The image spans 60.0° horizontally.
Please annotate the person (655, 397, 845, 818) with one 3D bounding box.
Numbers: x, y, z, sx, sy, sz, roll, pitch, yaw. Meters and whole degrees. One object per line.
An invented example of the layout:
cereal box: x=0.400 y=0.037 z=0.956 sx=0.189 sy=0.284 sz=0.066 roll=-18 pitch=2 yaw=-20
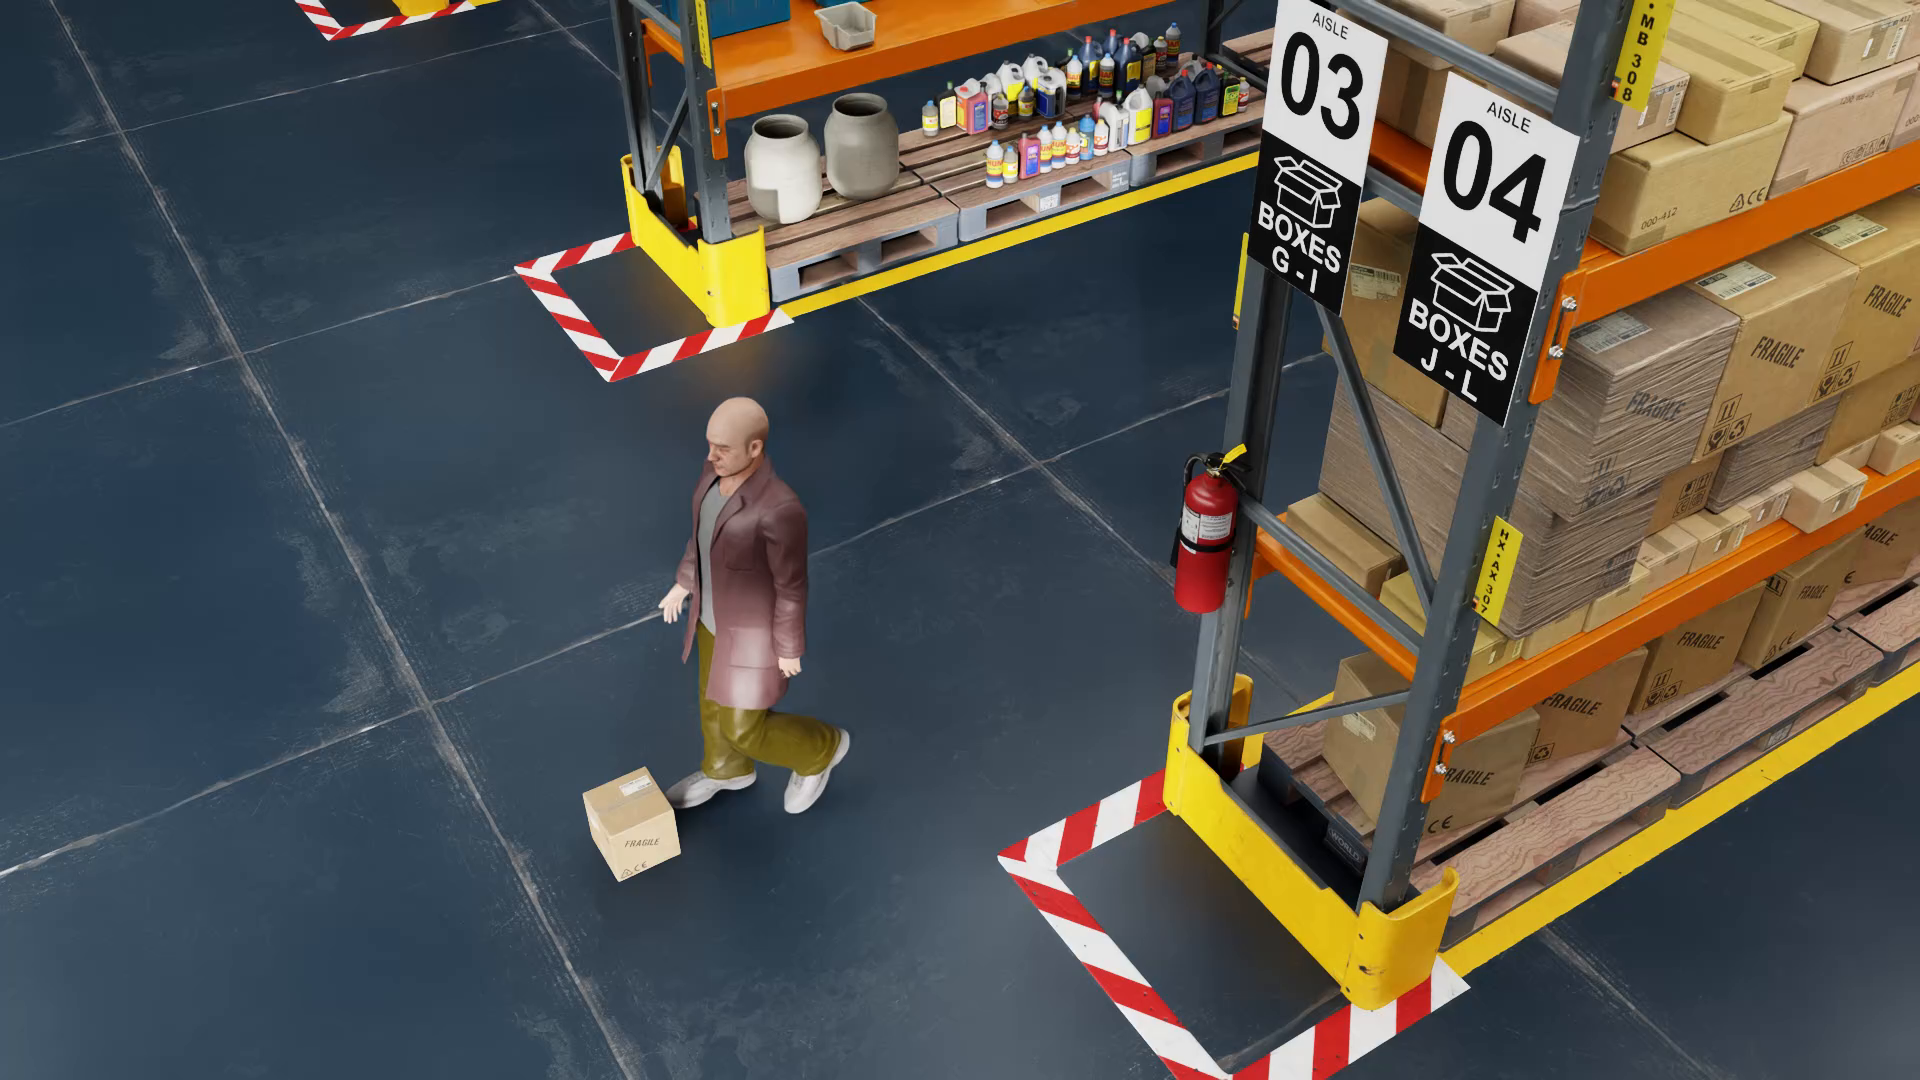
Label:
person: x=-0.796 y=0.279 z=5.810 sx=0.665 sy=1.773 sz=0.605 roll=-22 pitch=45 yaw=-24
